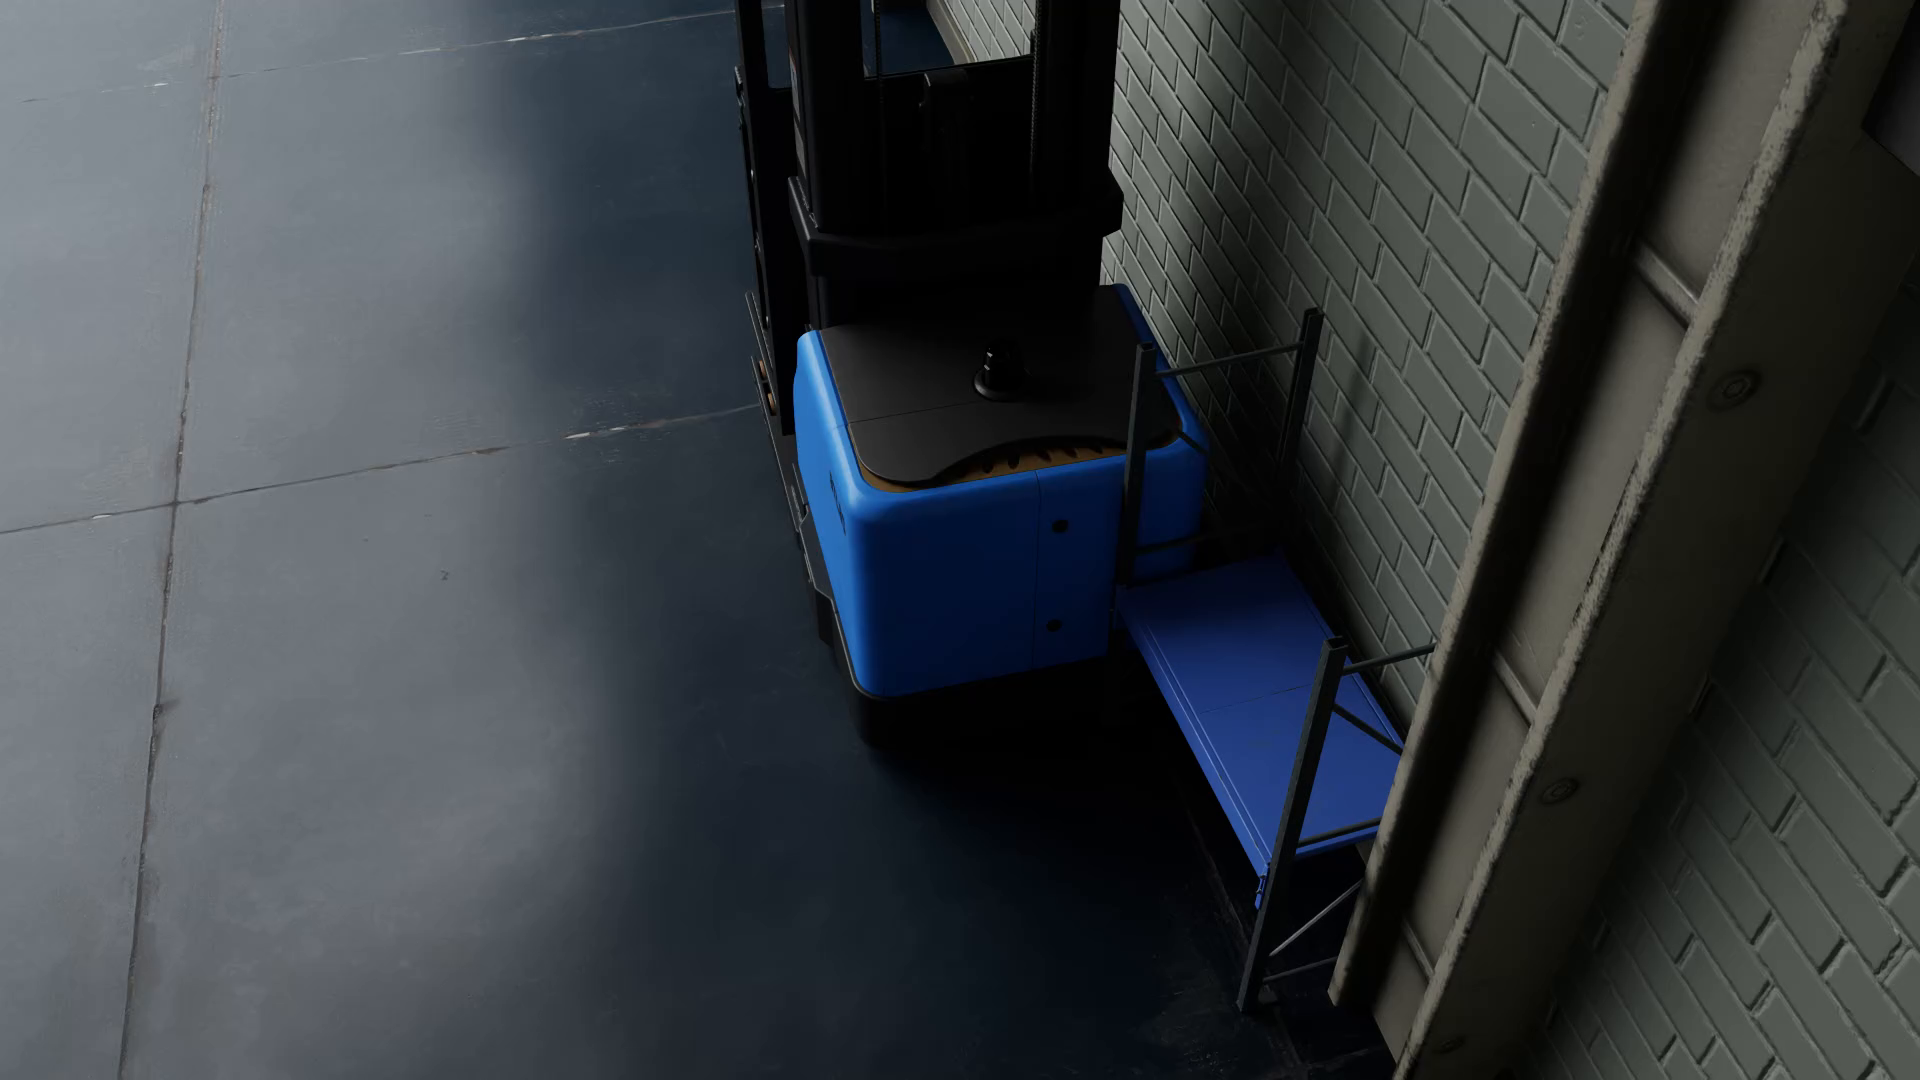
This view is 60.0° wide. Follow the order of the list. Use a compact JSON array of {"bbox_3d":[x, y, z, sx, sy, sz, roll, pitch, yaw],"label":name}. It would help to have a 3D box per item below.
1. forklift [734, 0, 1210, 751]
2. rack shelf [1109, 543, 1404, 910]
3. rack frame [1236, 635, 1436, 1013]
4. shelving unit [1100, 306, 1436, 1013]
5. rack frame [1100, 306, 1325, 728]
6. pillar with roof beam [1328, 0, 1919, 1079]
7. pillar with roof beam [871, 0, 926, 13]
[{"bbox_3d":[-0.154,-1.462,5.131,1.130,2.935,3.031,-10,46,-10],"label":"forklift"},{"bbox_3d":[0.836,0.467,4.488,0.538,0.185,1.000,-13,47,-13],"label":"rack shelf"},{"bbox_3d":[0.993,0.687,4.021,0.500,1.500,0.032,-13,47,-13],"label":"rack frame"},{"bbox_3d":[0.837,0.341,4.359,0.538,1.500,1.048,-13,47,-13],"label":"shelving unit"},{"bbox_3d":[0.680,-0.004,4.697,0.500,1.500,0.032,-13,47,-13],"label":"rack frame"},{"bbox_3d":[-2.959,-1.026,0.455,9.100,9.000,0.400,-11,47,-10],"label":"pillar with roof beam"},{"bbox_3d":[-4.495,-5.169,4.515,9.100,9.000,0.400,-11,47,-10],"label":"pillar with roof beam"}]
